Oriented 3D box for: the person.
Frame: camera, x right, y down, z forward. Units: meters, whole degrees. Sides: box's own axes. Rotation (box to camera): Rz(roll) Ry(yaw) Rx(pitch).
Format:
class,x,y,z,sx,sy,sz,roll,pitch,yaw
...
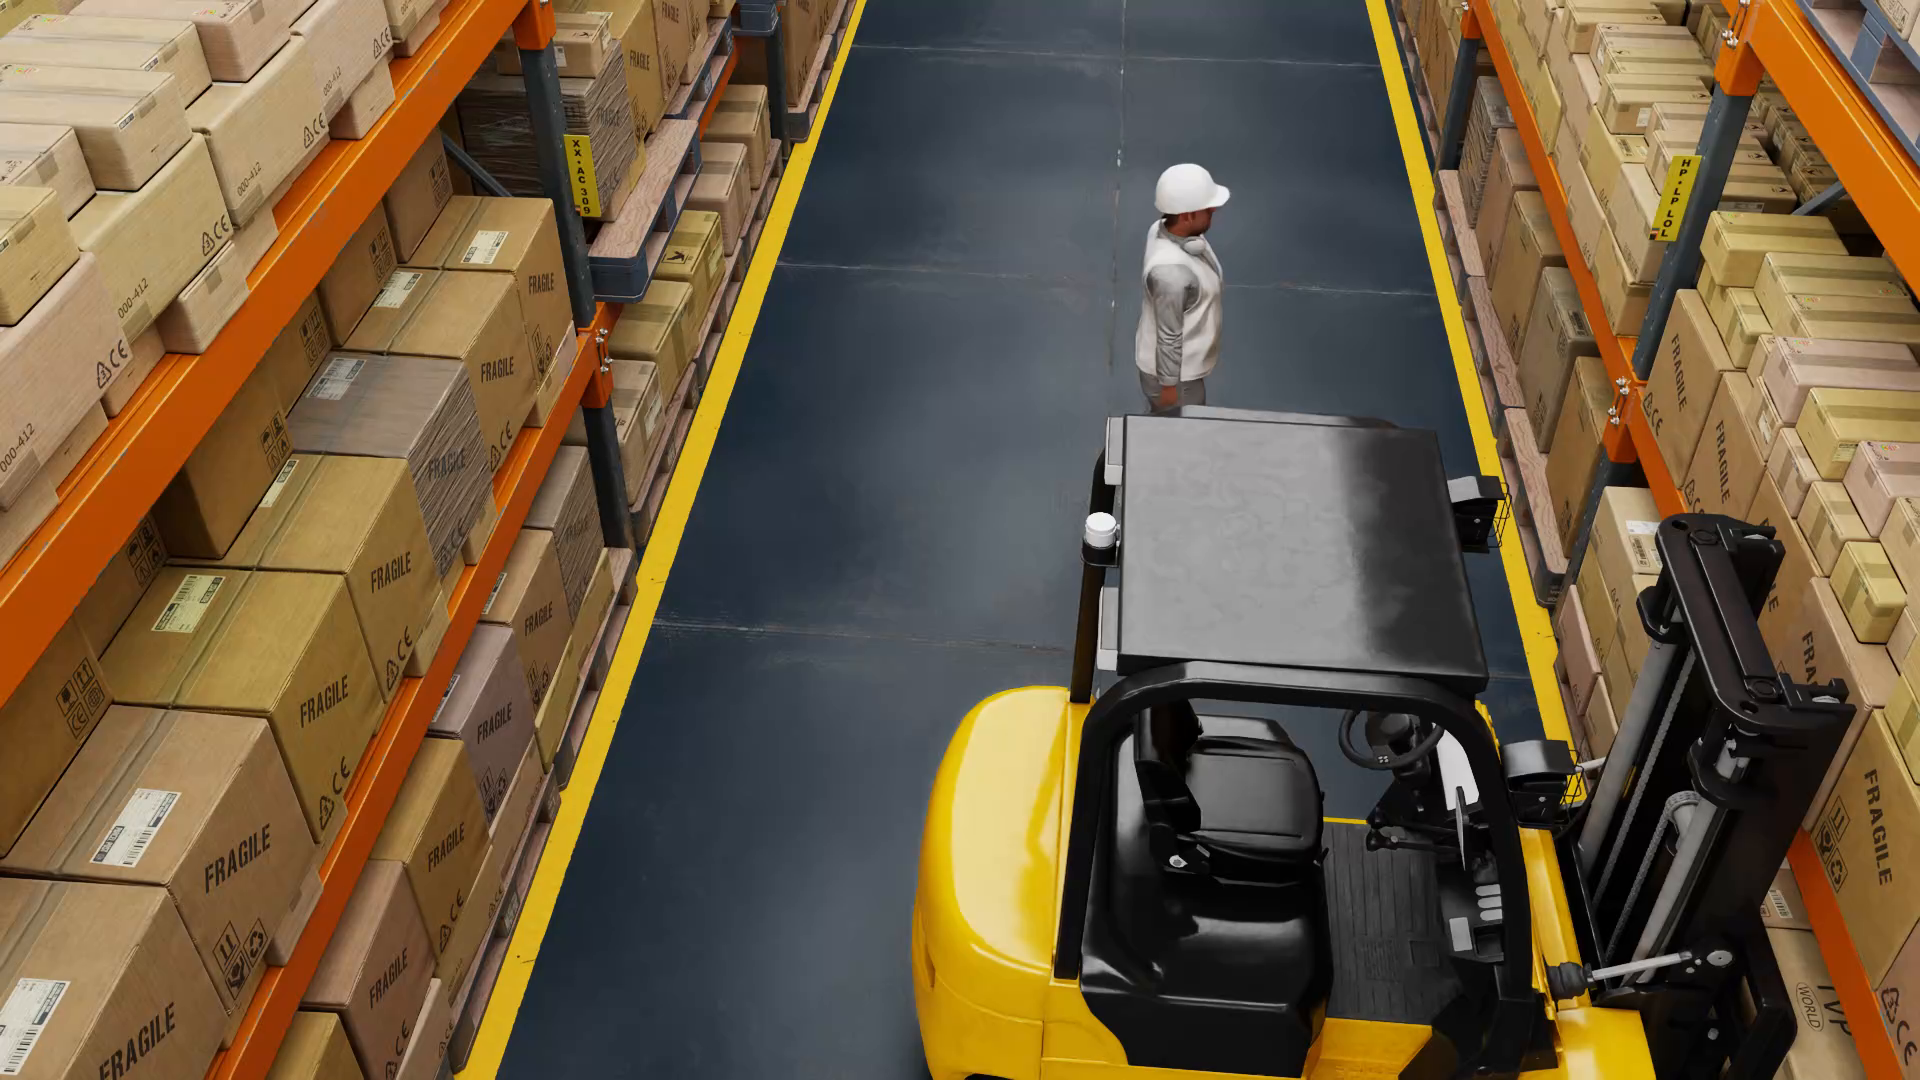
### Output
class,x,y,z,sx,sy,sz,roll,pitch,yaw
person,0.948,-0.784,7.080,0.407,1.771,0.533,4,40,5
